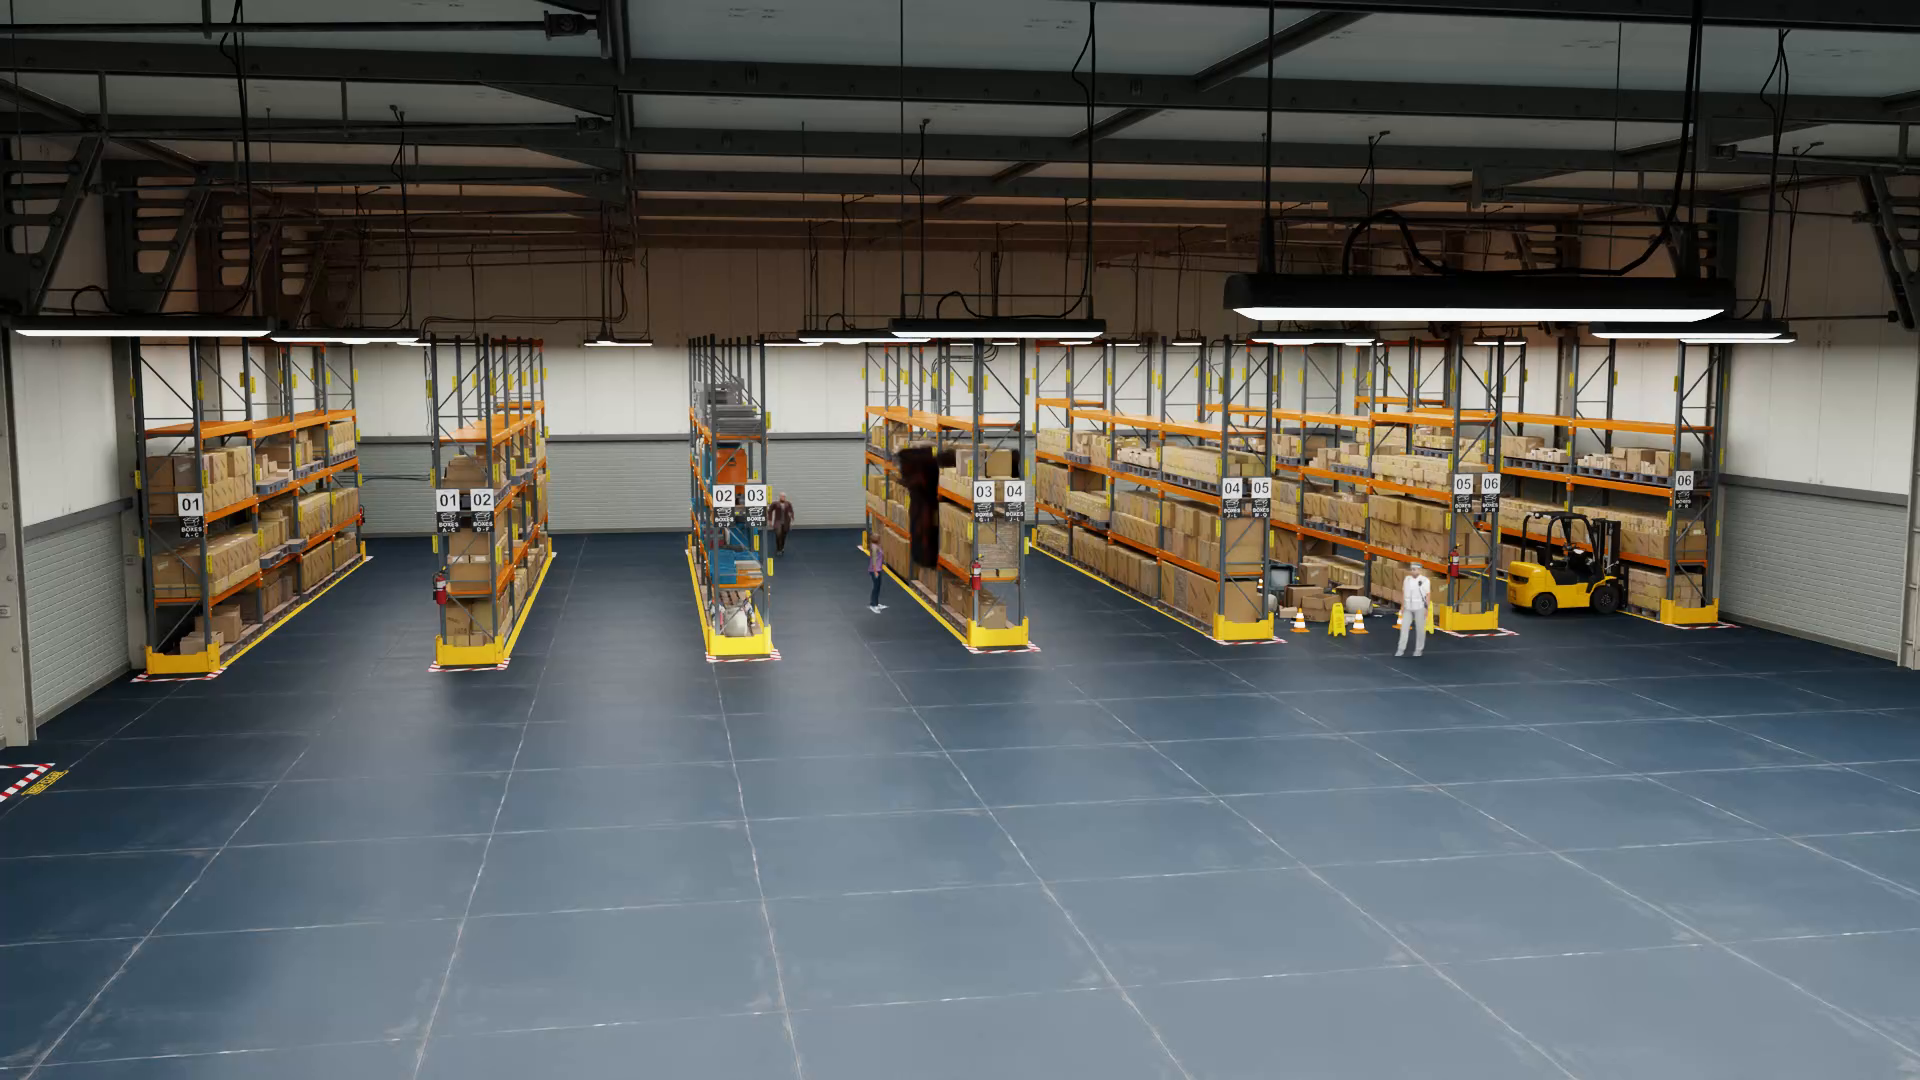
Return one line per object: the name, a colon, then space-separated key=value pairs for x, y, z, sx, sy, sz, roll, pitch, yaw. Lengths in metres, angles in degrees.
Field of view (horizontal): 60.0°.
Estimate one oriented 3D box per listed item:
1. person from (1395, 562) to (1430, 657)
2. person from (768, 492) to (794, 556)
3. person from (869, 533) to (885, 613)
person: x=8.464 y=1.293 z=31.070 sx=0.549 sy=1.786 sz=0.565 roll=5 pitch=8 yaw=35
person: x=-5.011 y=-0.438 z=46.625 sx=0.702 sy=1.812 sz=0.918 roll=-1 pitch=7 yaw=-12
person: x=-1.744 y=0.677 z=34.777 sx=0.346 sy=1.650 sz=0.483 roll=1 pitch=7 yaw=5
